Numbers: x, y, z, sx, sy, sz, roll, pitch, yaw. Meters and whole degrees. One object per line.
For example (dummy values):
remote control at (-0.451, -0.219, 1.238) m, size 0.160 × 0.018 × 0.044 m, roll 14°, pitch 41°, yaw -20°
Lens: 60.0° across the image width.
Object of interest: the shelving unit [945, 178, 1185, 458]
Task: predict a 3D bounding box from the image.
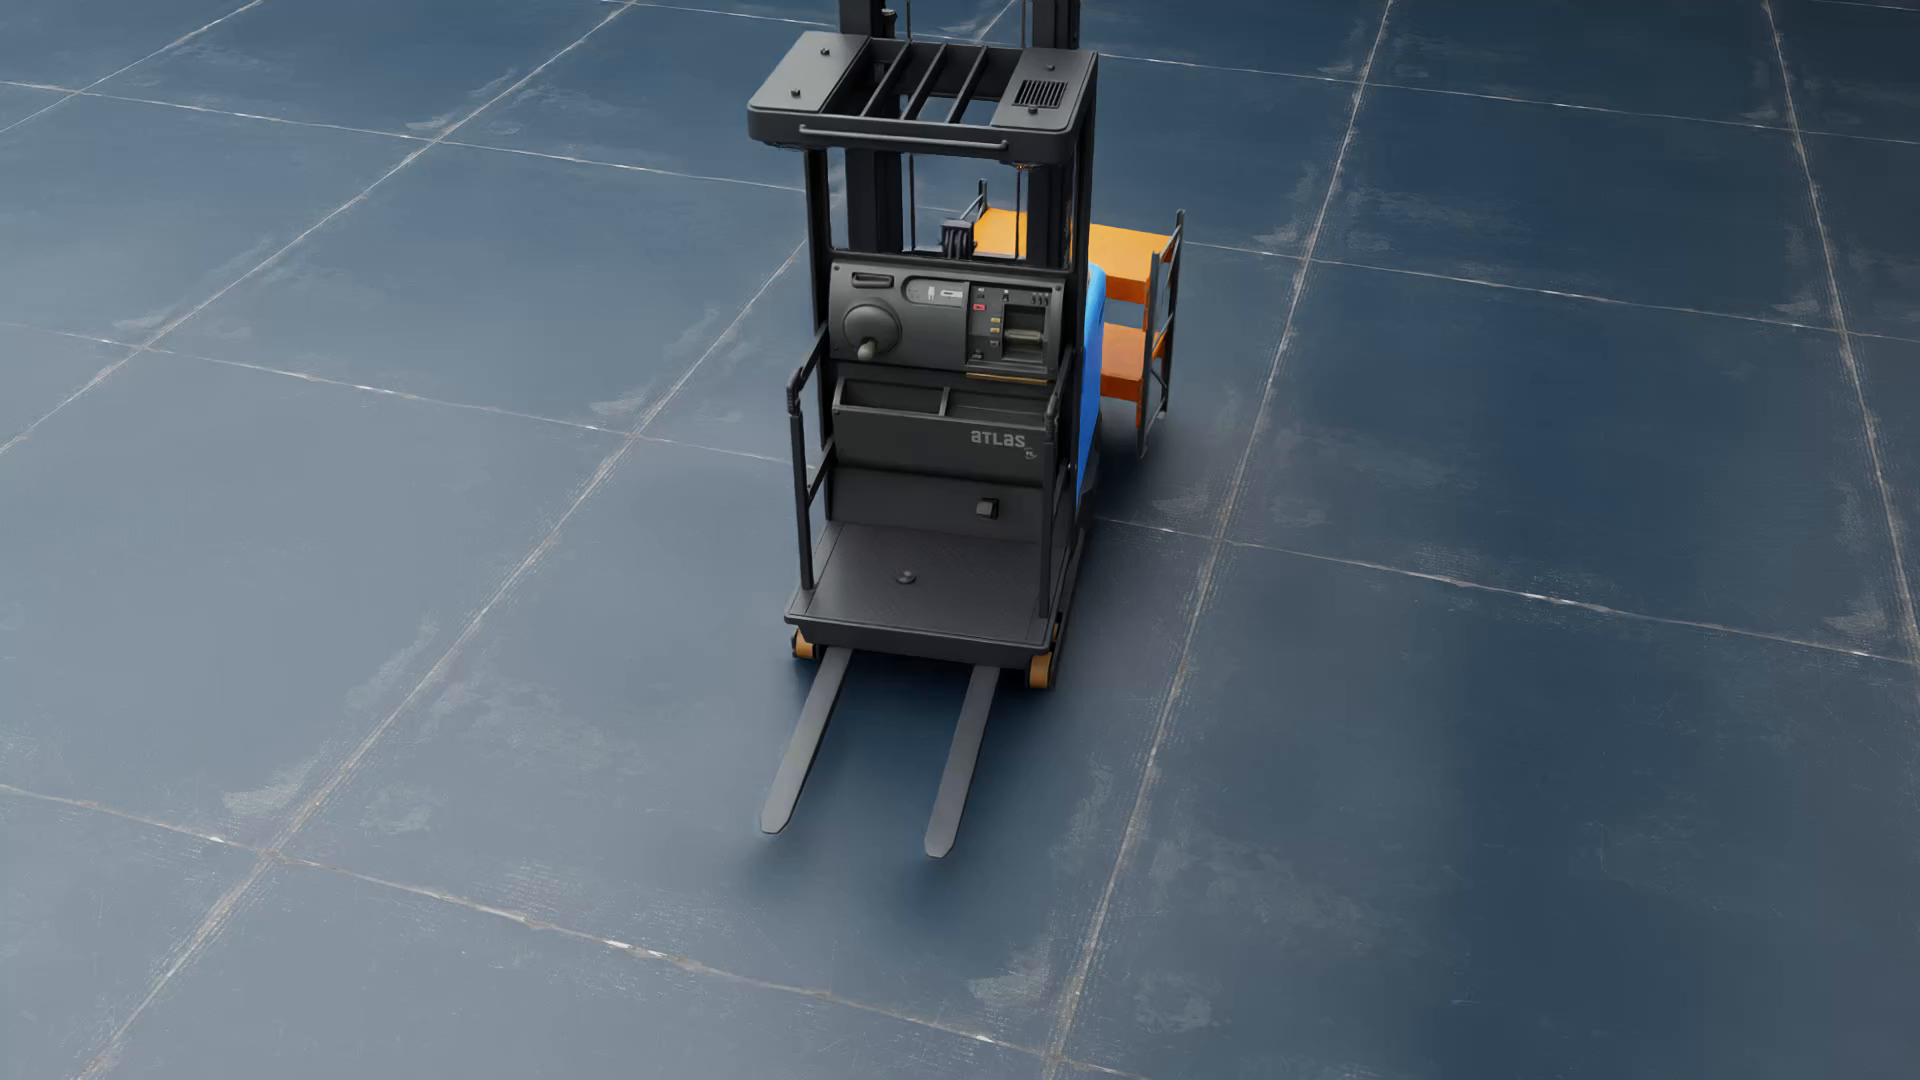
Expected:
shelving unit at (0.507, -1.109, 8.307) m, size 1.048 × 1.125 × 0.538 m, roll 13°, pitch 38°, yaw 17°

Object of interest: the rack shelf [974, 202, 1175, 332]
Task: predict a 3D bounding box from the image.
rack shelf at (0.507, -1.344, 8.134) m, size 1.000 × 0.278 × 0.538 m, roll 13°, pitch 38°, yaw 17°

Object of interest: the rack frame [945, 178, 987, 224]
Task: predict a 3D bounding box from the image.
rack frame at (0.032, -1.215, 8.452) m, size 0.032 × 1.125 × 0.500 m, roll 13°, pitch 38°, yaw 17°

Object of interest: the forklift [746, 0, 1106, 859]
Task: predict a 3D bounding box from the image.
forklift at (-0.096, -0.800, 6.364) m, size 1.130 × 2.935 × 3.031 m, roll 7°, pitch 37°, yaw 9°

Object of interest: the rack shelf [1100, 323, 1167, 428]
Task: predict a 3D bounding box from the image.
rack shelf at (0.507, -0.912, 8.452) m, size 1.000 × 0.278 × 0.538 m, roll 13°, pitch 38°, yaw 17°

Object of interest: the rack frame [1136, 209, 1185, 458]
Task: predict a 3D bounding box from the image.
rack frame at (0.983, -1.002, 8.163) m, size 0.032 × 1.125 × 0.500 m, roll 13°, pitch 38°, yaw 17°
